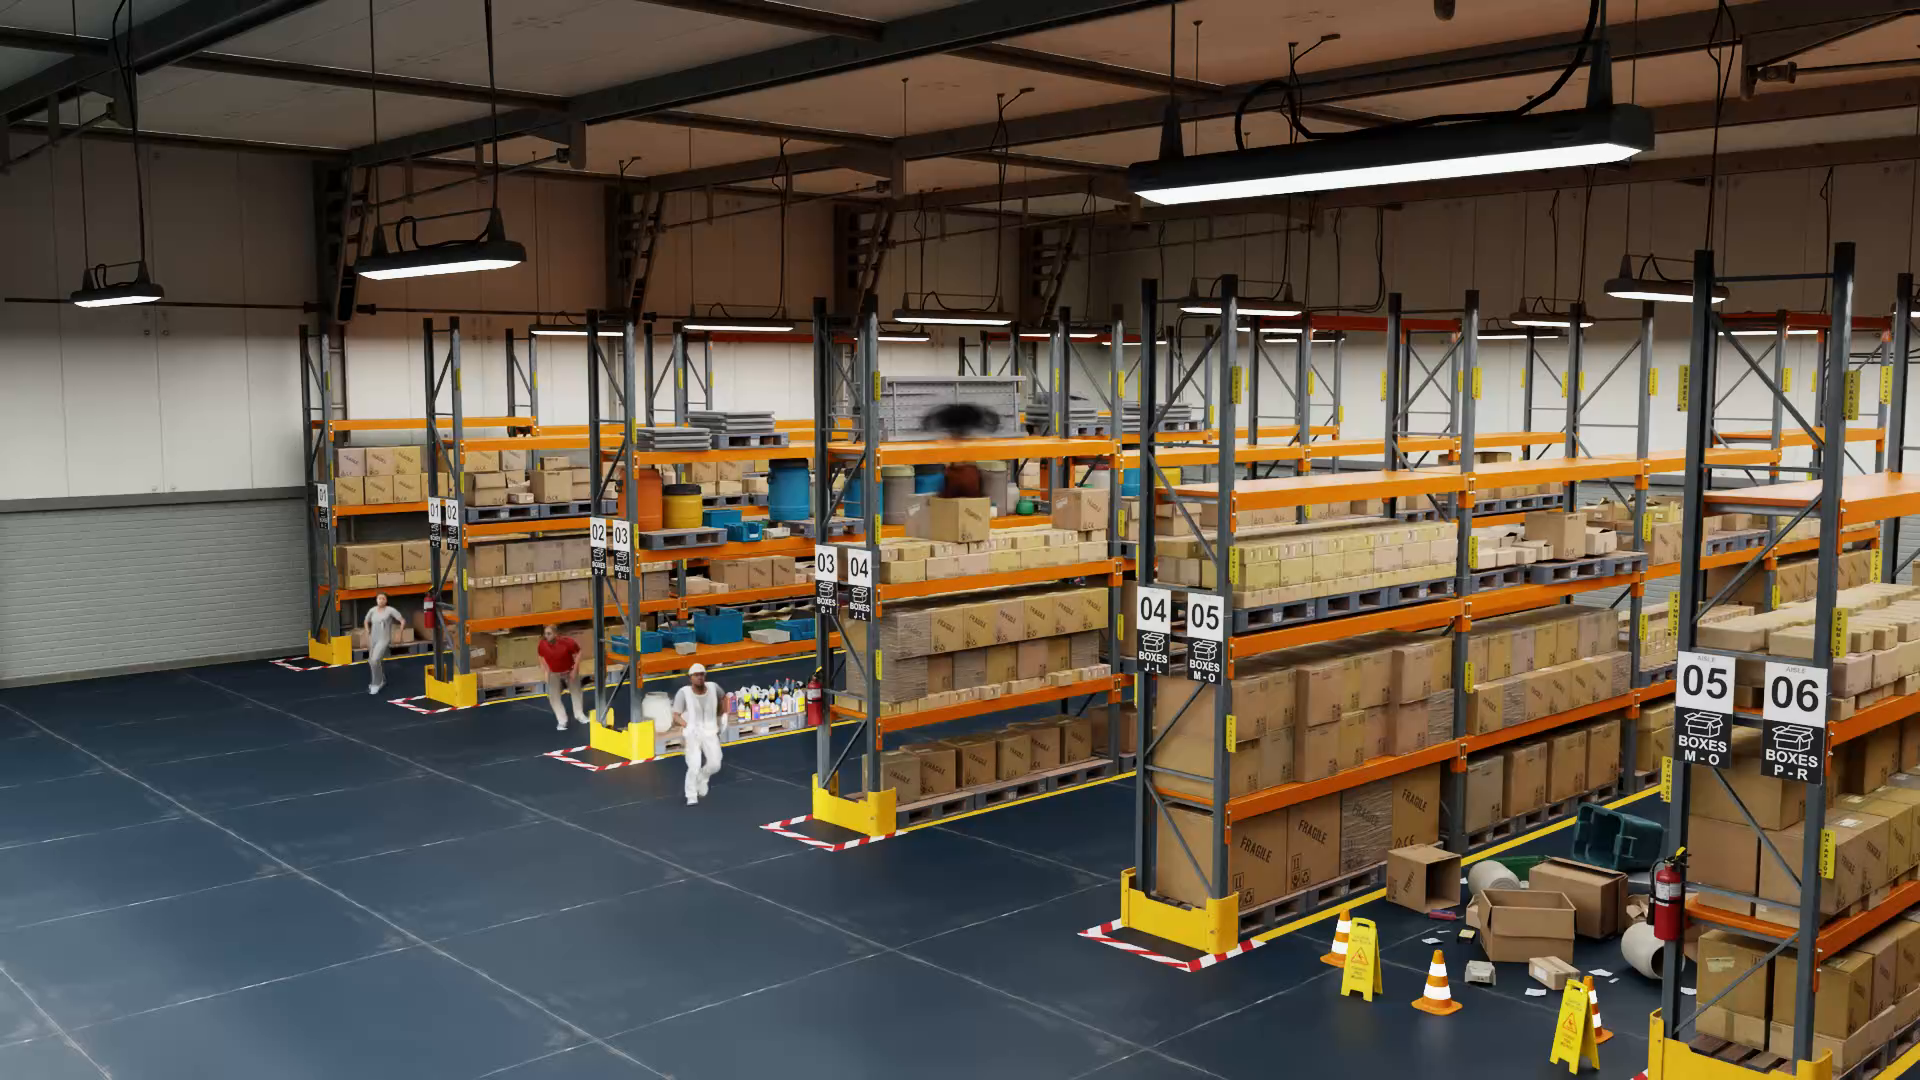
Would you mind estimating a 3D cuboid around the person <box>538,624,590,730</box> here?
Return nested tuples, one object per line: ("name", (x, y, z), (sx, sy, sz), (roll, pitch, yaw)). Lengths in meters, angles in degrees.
("person", (-5.742, 1.951, 24.096), (0.700, 1.580, 0.874), (-1, 6, -6))

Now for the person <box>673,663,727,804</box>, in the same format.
("person", (-3.052, 2.309, 19.717), (0.713, 1.721, 0.709), (-2, 6, -22))

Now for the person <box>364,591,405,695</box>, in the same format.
("person", (-9.295, 1.646, 26.772), (0.628, 1.677, 0.643), (1, 6, 13))
